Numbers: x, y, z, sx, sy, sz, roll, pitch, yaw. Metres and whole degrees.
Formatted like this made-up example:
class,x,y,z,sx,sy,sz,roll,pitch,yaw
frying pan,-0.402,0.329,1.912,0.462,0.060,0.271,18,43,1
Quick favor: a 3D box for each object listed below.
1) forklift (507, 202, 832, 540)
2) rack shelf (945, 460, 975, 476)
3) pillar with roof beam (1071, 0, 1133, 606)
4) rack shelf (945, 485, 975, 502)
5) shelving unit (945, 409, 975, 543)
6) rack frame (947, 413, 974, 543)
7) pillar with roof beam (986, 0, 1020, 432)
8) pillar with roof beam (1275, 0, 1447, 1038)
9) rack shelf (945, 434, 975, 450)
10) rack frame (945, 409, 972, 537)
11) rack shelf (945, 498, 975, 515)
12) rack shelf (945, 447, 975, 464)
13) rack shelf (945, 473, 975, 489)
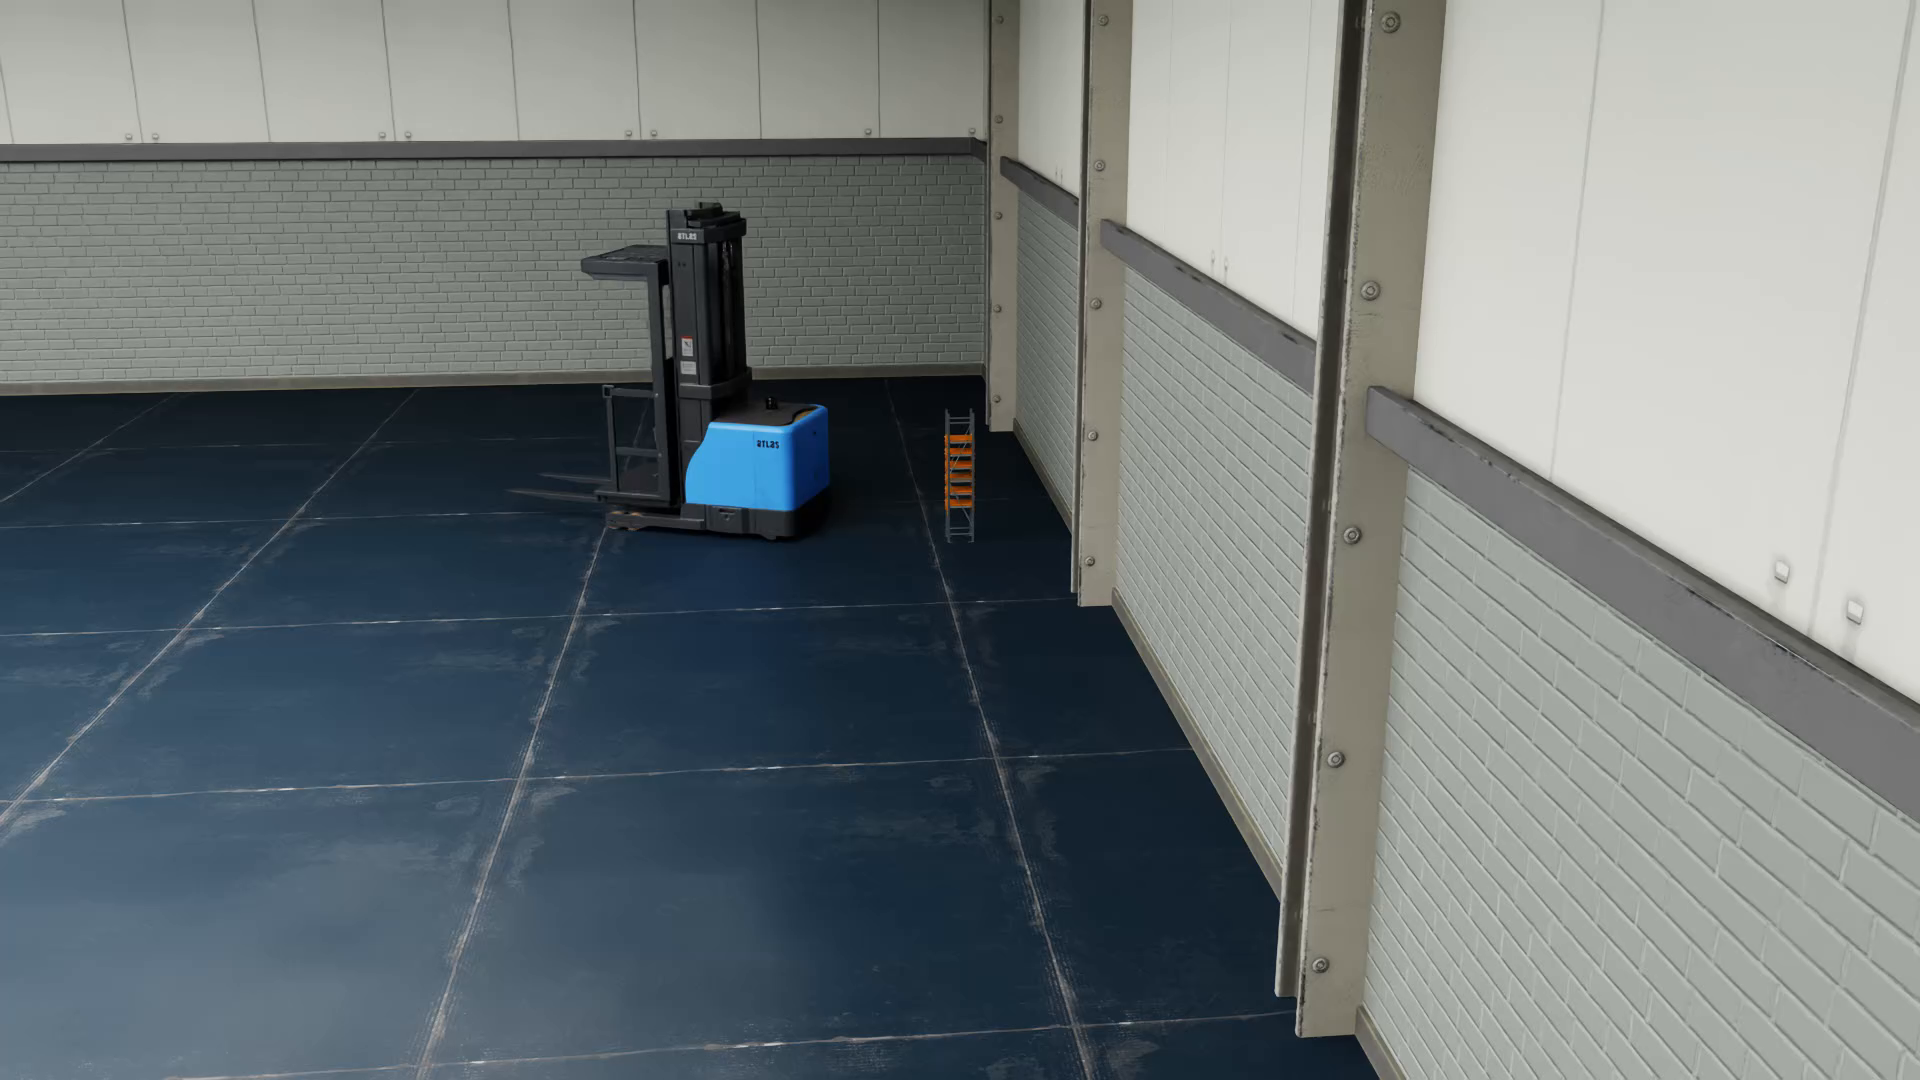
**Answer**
class,x,y,z,sx,sy,sz,roll,pitch,yaw
forklift,-2.802,-1.628,15.471,3.031,2.935,1.130,5,18,15
rack shelf,-0.002,-0.649,14.988,0.258,0.103,0.180,-2,18,-6
pillar with roof beam,-3.187,-3.687,11.896,9.100,9.000,0.400,-2,18,-6
rack shelf,-0.002,-0.420,15.060,0.258,0.103,0.180,-2,18,-6
shelving unit,-0.002,-0.577,15.011,0.258,1.200,0.189,-2,18,-6
rack frame,0.008,-0.550,14.924,0.240,1.200,0.006,-2,18,-6
pillar with roof beam,-3.806,-5.474,17.590,9.100,9.000,0.400,-2,18,-6
pillar with roof beam,-2.569,-1.899,6.202,9.100,9.000,0.400,-2,18,-6
rack shelf,-0.002,-0.878,14.917,0.258,0.103,0.180,-2,18,-6
rack frame,-0.011,-0.604,15.098,0.240,1.200,0.006,-2,18,-6
rack shelf,-0.001,-0.305,15.096,0.258,0.103,0.180,-2,18,-6
rack shelf,-0.002,-0.763,14.953,0.258,0.103,0.180,-2,18,-6
rack shelf,-0.002,-0.534,15.024,0.258,0.103,0.180,-2,18,-6
